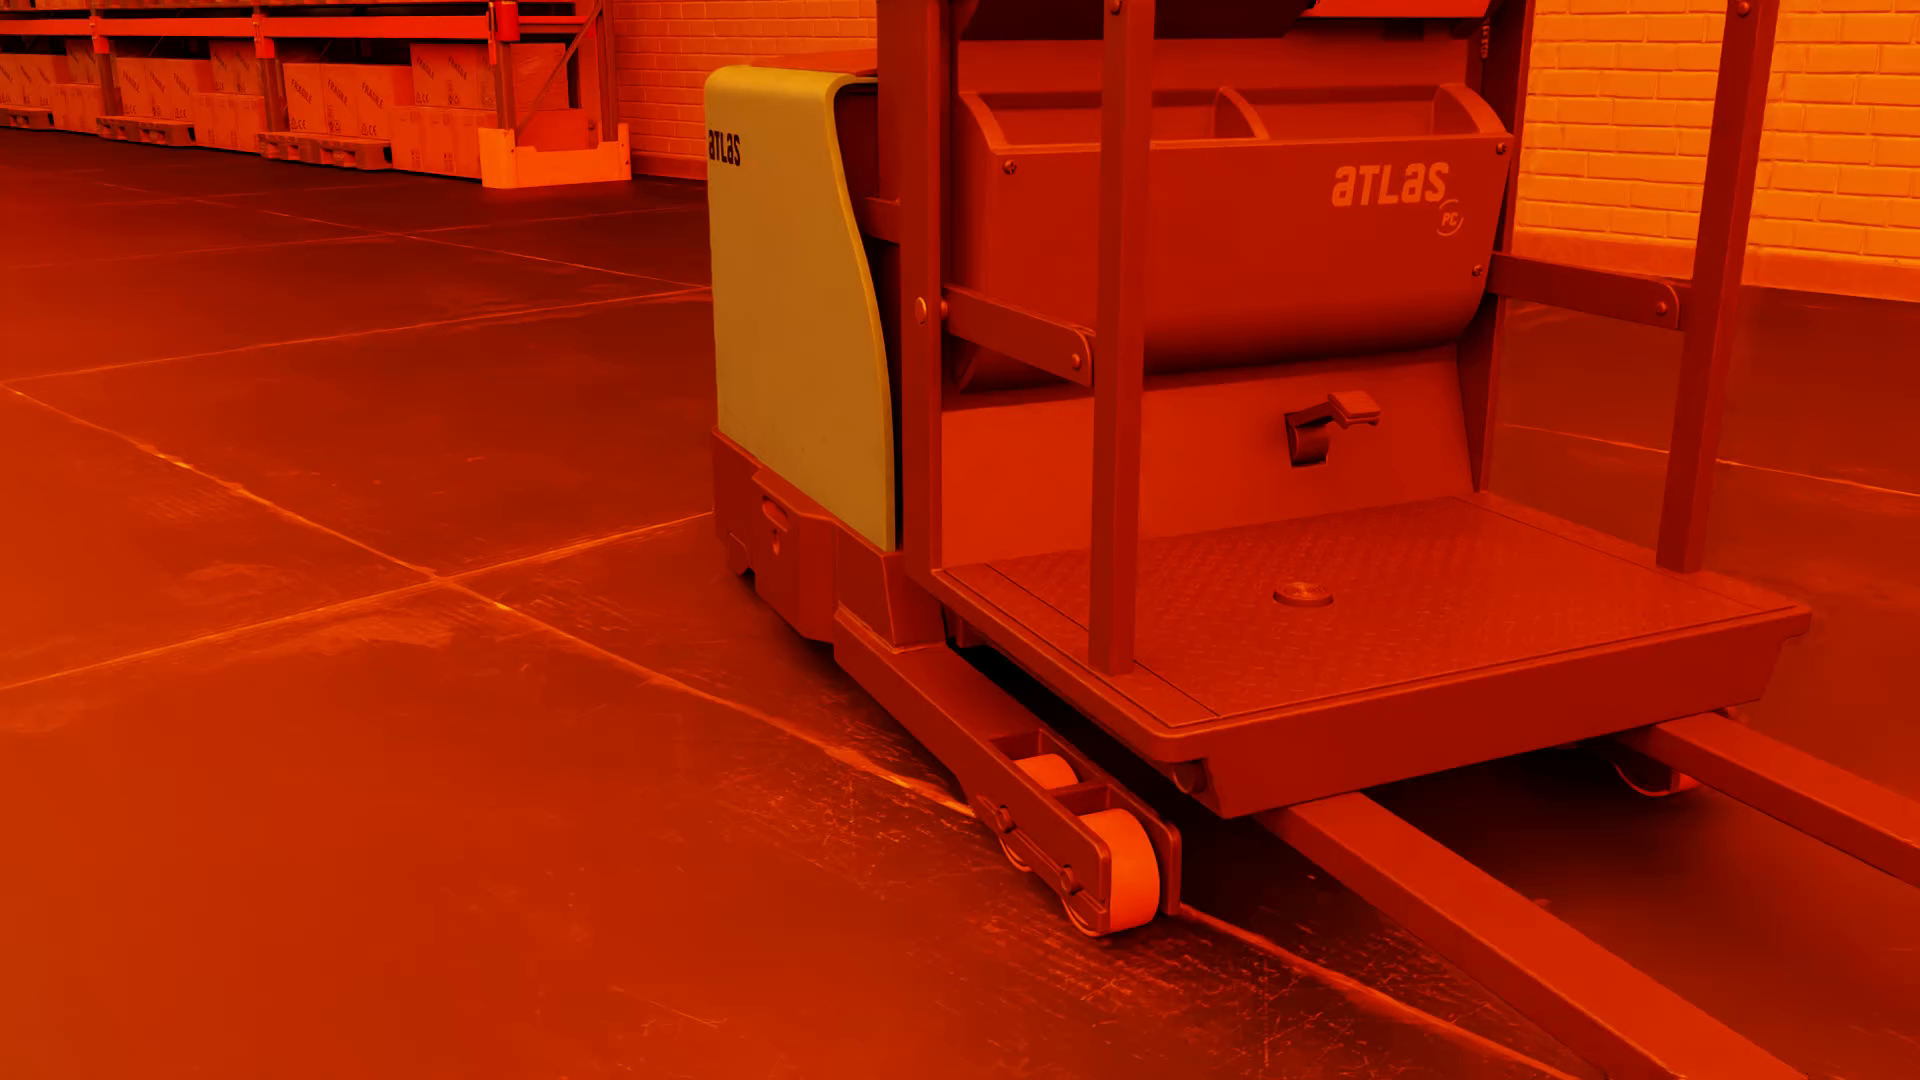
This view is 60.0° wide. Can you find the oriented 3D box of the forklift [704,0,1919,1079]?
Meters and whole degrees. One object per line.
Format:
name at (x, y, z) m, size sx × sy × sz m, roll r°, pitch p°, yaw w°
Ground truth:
forklift at (0.531, -1.022, 2.236) m, size 1.130 × 2.935 × 3.031 m, roll -8°, pitch 19°, yaw -23°
